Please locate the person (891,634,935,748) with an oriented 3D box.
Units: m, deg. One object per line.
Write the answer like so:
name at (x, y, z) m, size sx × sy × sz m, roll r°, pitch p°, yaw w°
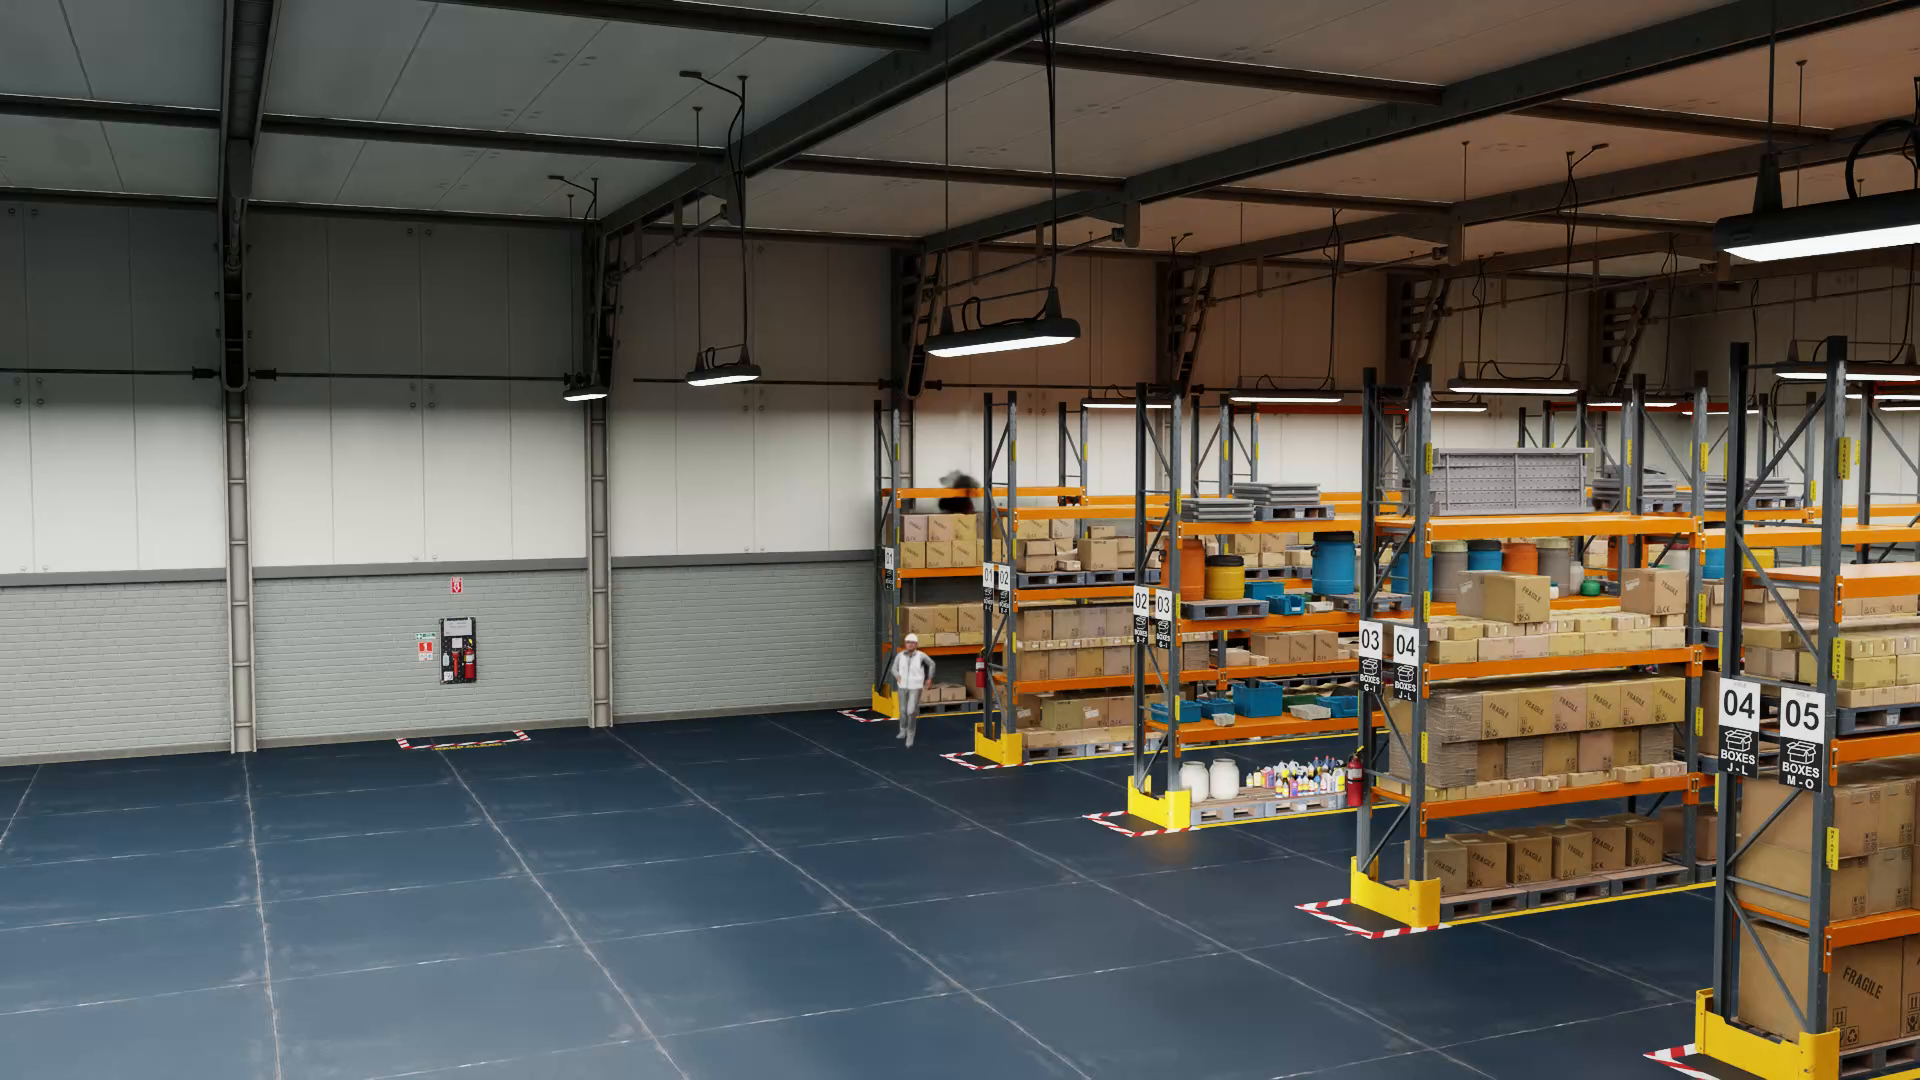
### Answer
person at (-0.792, 2.455, 27.190) m, size 0.697 × 1.859 × 0.690 m, roll 1°, pitch 3°, yaw 15°
